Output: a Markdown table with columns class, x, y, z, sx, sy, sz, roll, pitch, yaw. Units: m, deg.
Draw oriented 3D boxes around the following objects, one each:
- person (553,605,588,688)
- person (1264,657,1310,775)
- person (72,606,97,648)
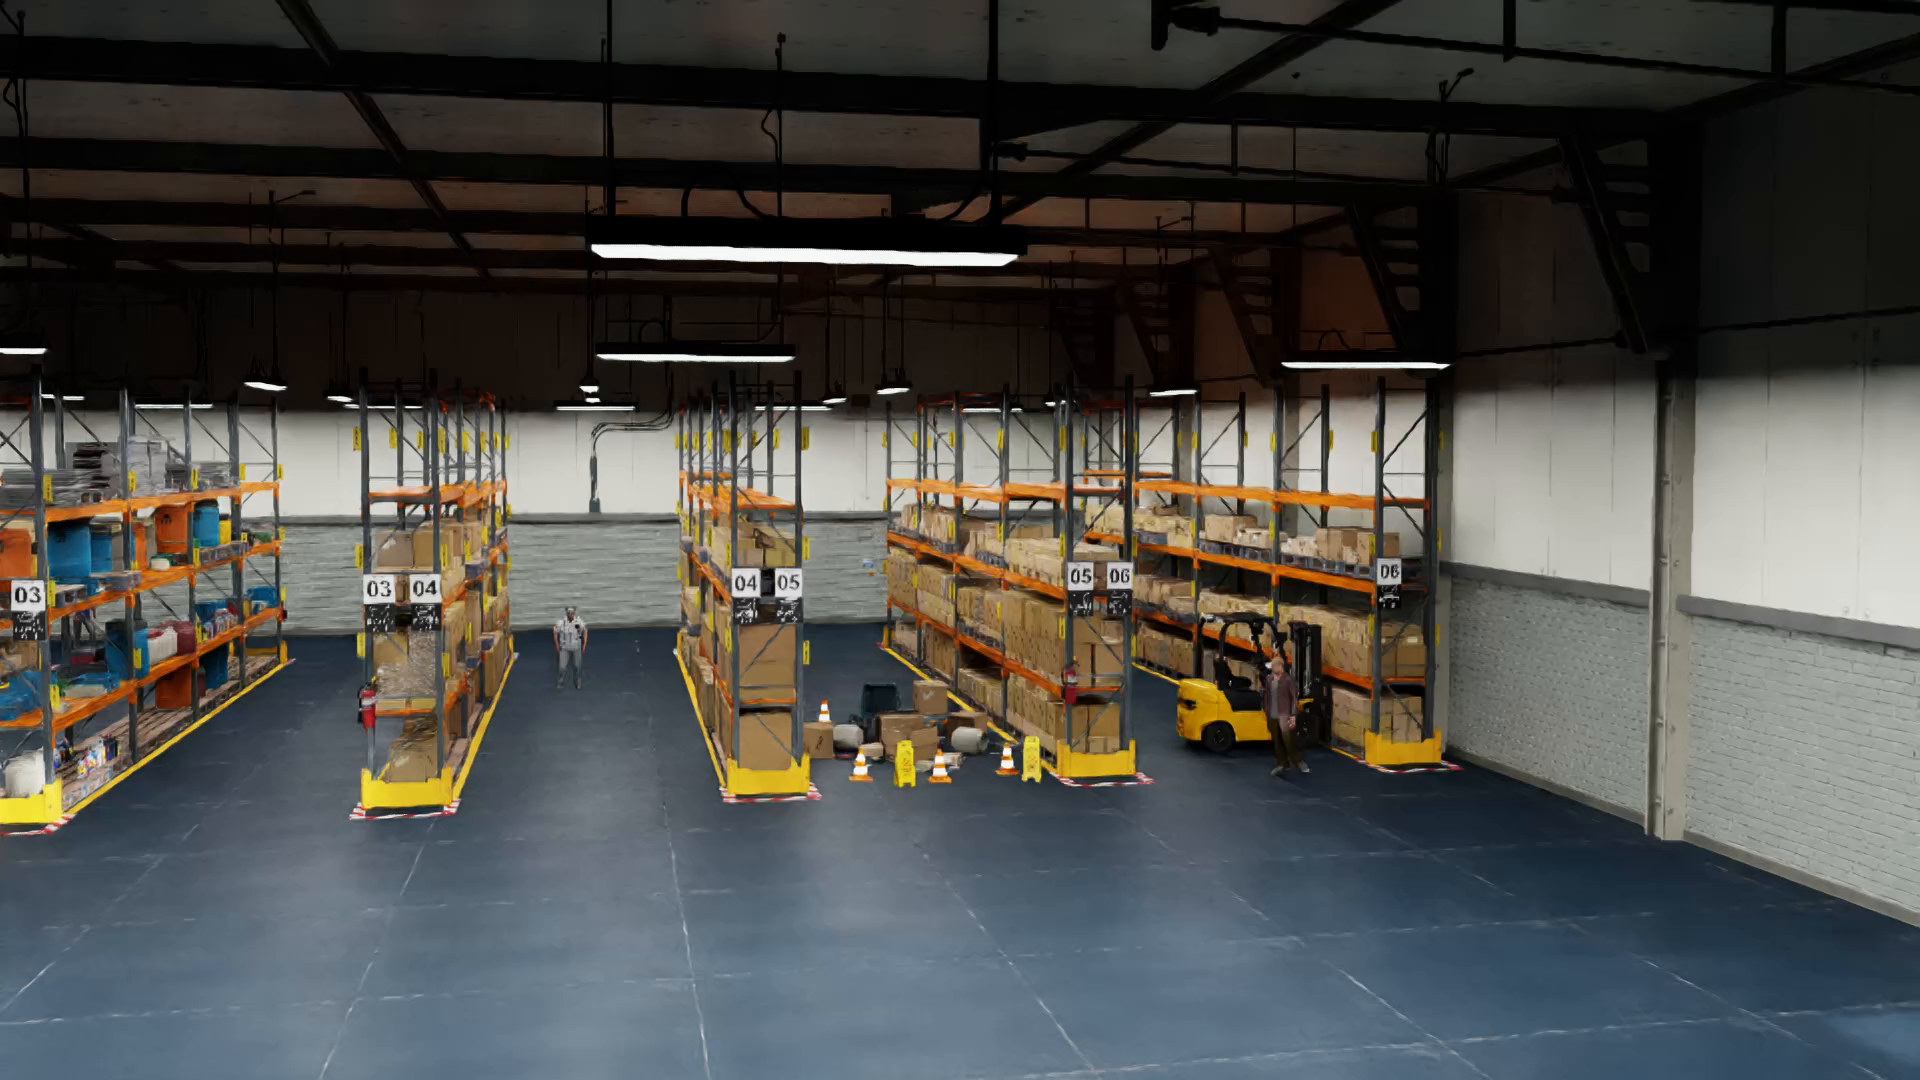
| class | x | y | z | sx | sy | sz | roll | pitch | yaw |
| --- | --- | --- | --- | --- | --- | --- | --- | --- | --- |
| person | -7.864 | 2.152 | 33.574 | 0.682 | 1.715 | 0.542 | -1 | 4 | -14 |
| person | 4.850 | 2.639 | 24.854 | 0.759 | 1.744 | 0.529 | 3 | 5 | 44 |
| person | -20.644 | 1.866 | 39.198 | 0.621 | 1.588 | 0.827 | -2 | 4 | -29 |
